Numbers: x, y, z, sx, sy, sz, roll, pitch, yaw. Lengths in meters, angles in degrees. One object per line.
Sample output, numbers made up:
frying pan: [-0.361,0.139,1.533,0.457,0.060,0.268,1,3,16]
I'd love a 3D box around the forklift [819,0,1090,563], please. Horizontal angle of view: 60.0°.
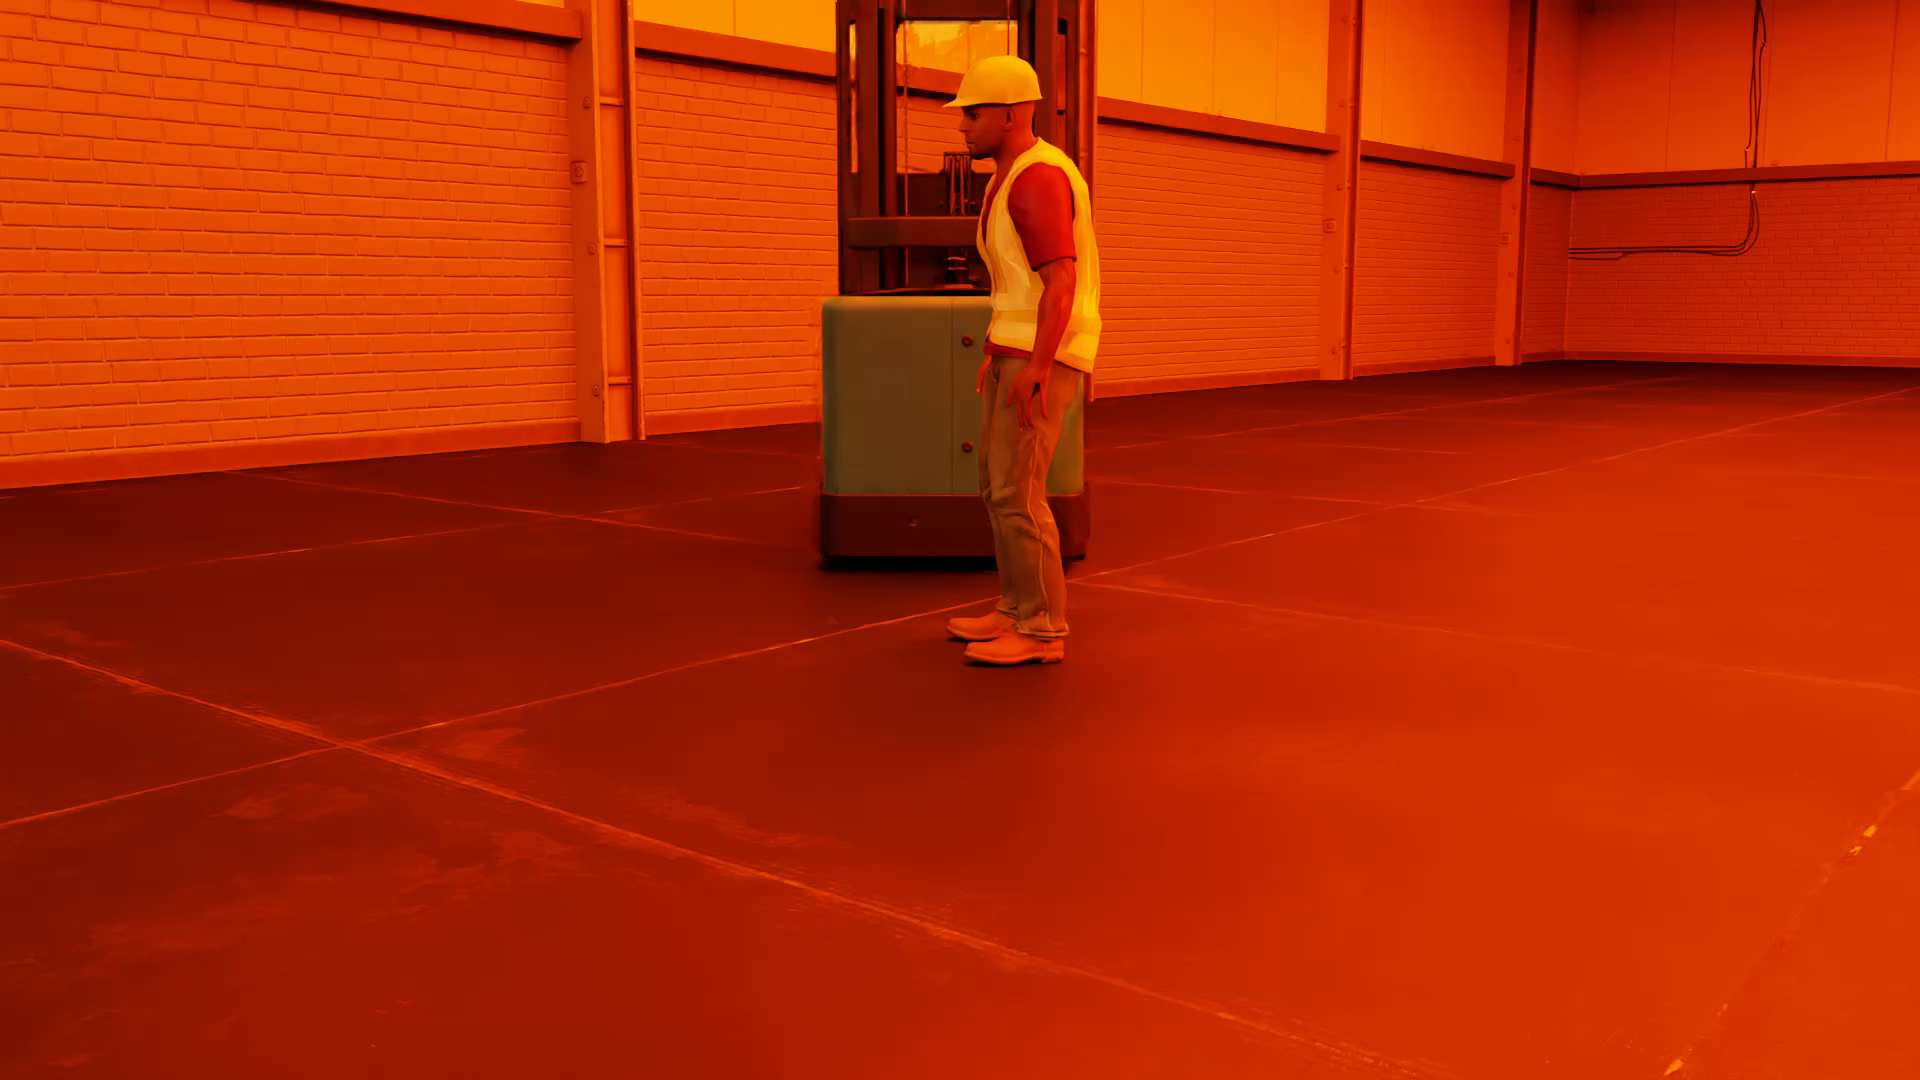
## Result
forklift: [-0.005,-1.534,7.766,1.130,2.935,3.031,0,8,1]

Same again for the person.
person: [0.172,-0.524,4.925,0.460,1.759,0.629,-1,8,-9]
